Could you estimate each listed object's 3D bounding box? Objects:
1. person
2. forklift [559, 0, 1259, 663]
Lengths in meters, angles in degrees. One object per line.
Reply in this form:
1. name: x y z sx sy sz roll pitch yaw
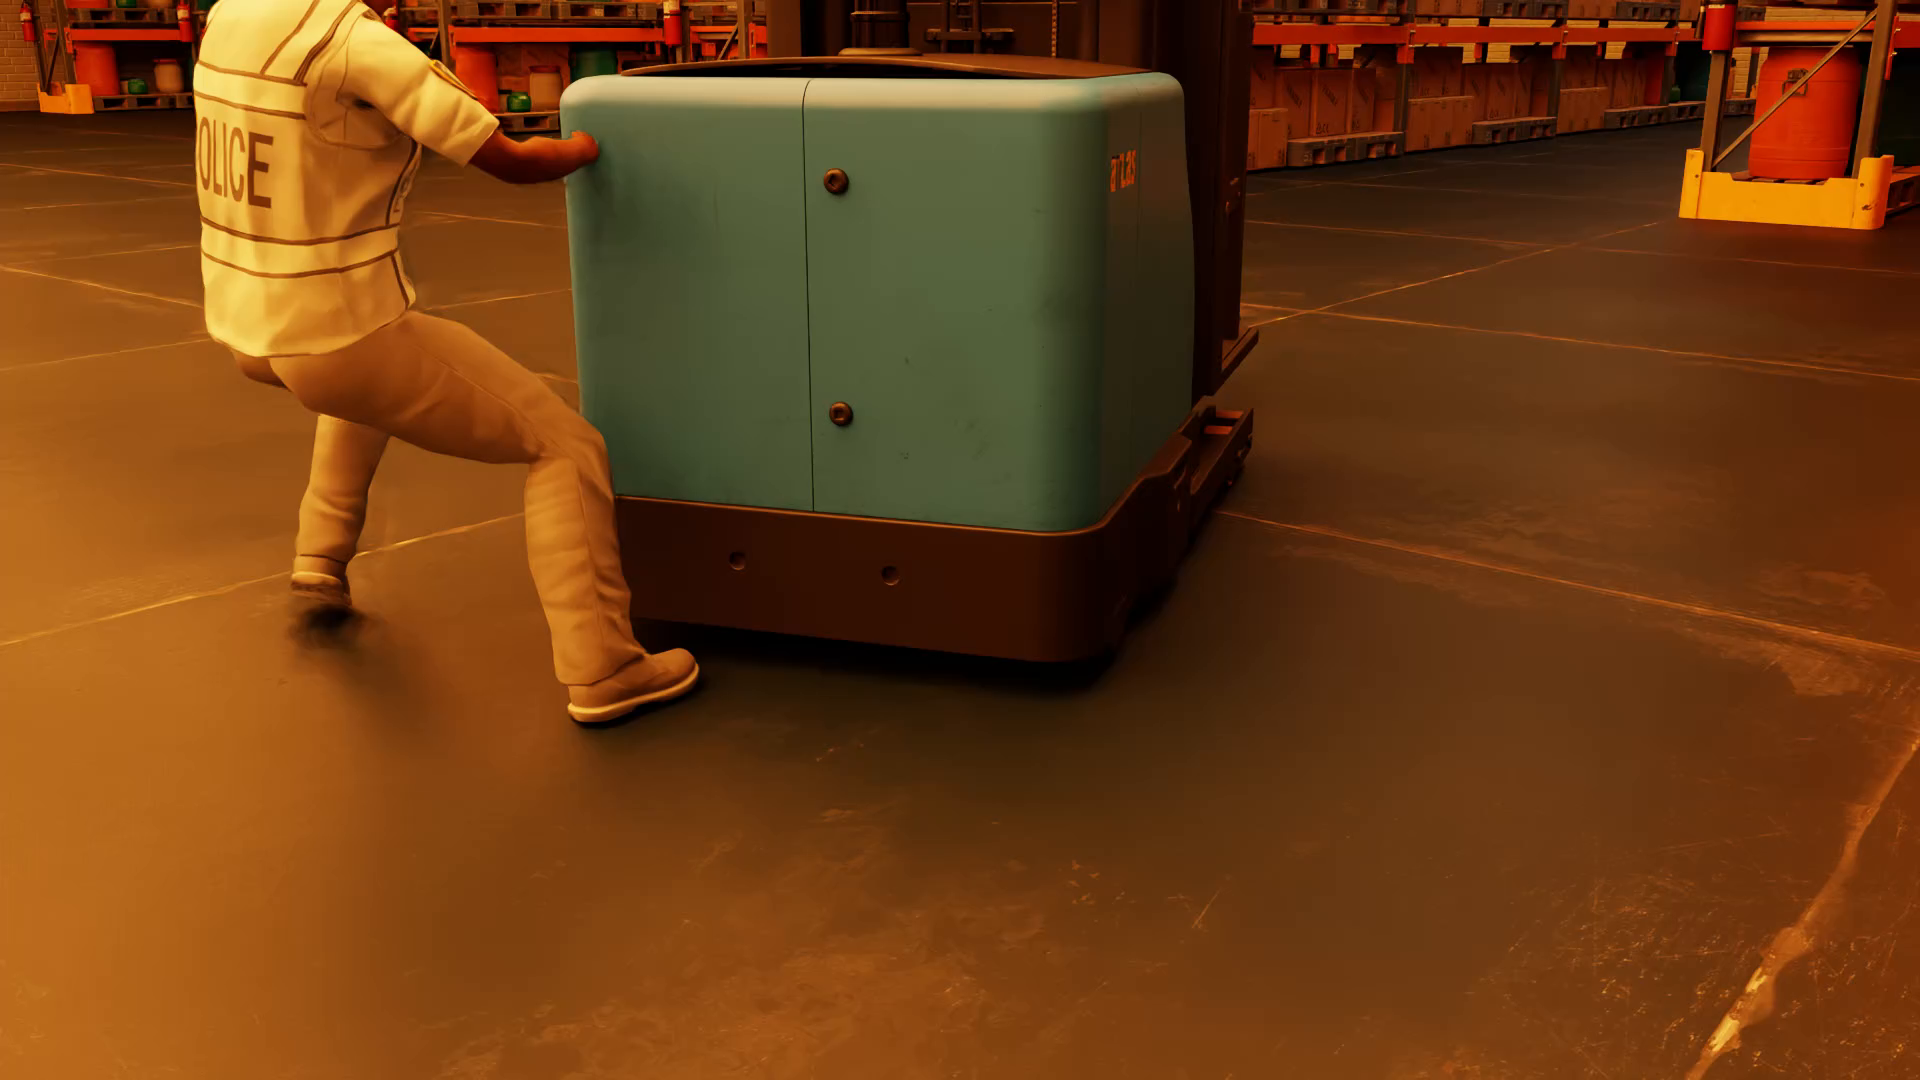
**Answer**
1. person: -0.964 -0.461 2.990 0.987 1.436 0.712 15 22 41
2. forklift: 0.182 -1.571 4.072 1.130 2.935 3.031 5 18 17
